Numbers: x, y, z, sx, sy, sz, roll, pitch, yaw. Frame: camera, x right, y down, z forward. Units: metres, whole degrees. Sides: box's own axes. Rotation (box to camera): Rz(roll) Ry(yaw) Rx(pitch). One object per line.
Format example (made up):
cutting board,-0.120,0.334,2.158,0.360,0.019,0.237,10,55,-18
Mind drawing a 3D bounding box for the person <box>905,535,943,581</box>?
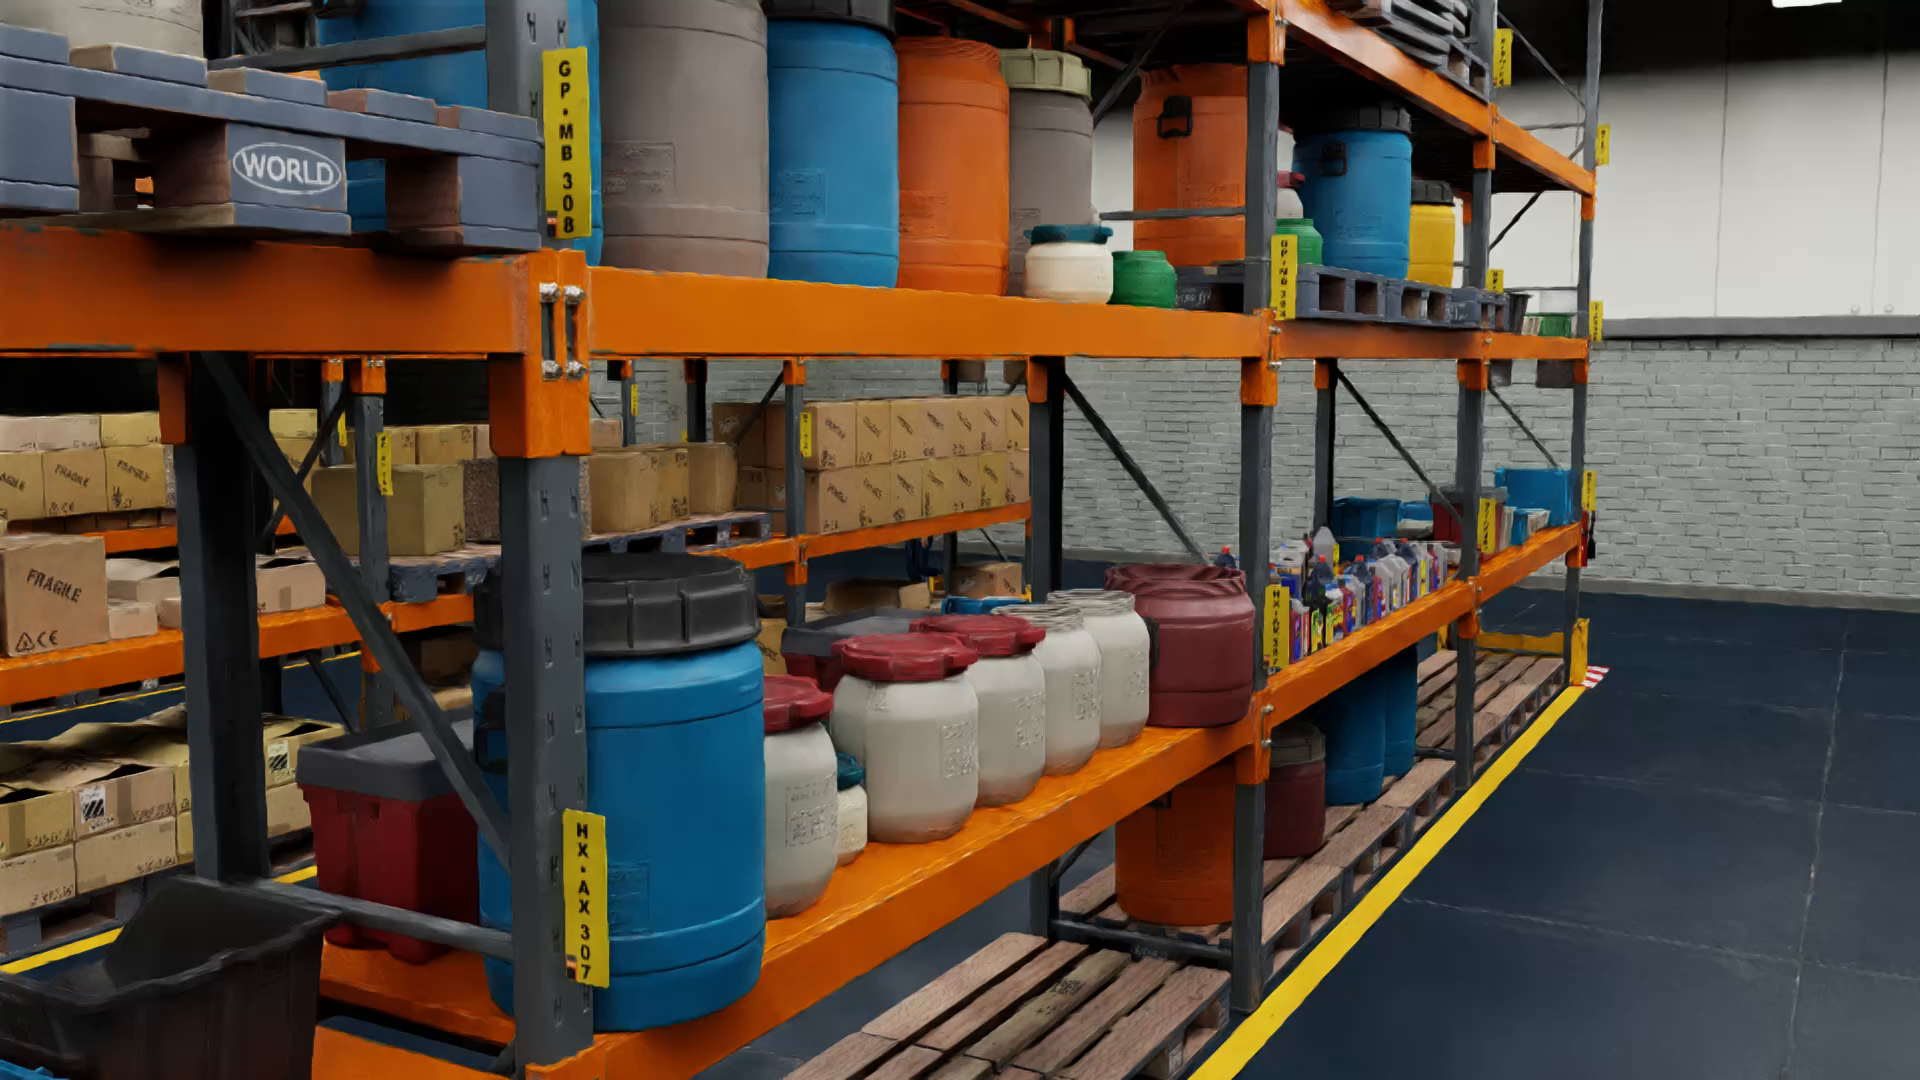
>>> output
person,-0.356,-0.053,17.390,0.624,1.578,0.448,-4,7,-33
